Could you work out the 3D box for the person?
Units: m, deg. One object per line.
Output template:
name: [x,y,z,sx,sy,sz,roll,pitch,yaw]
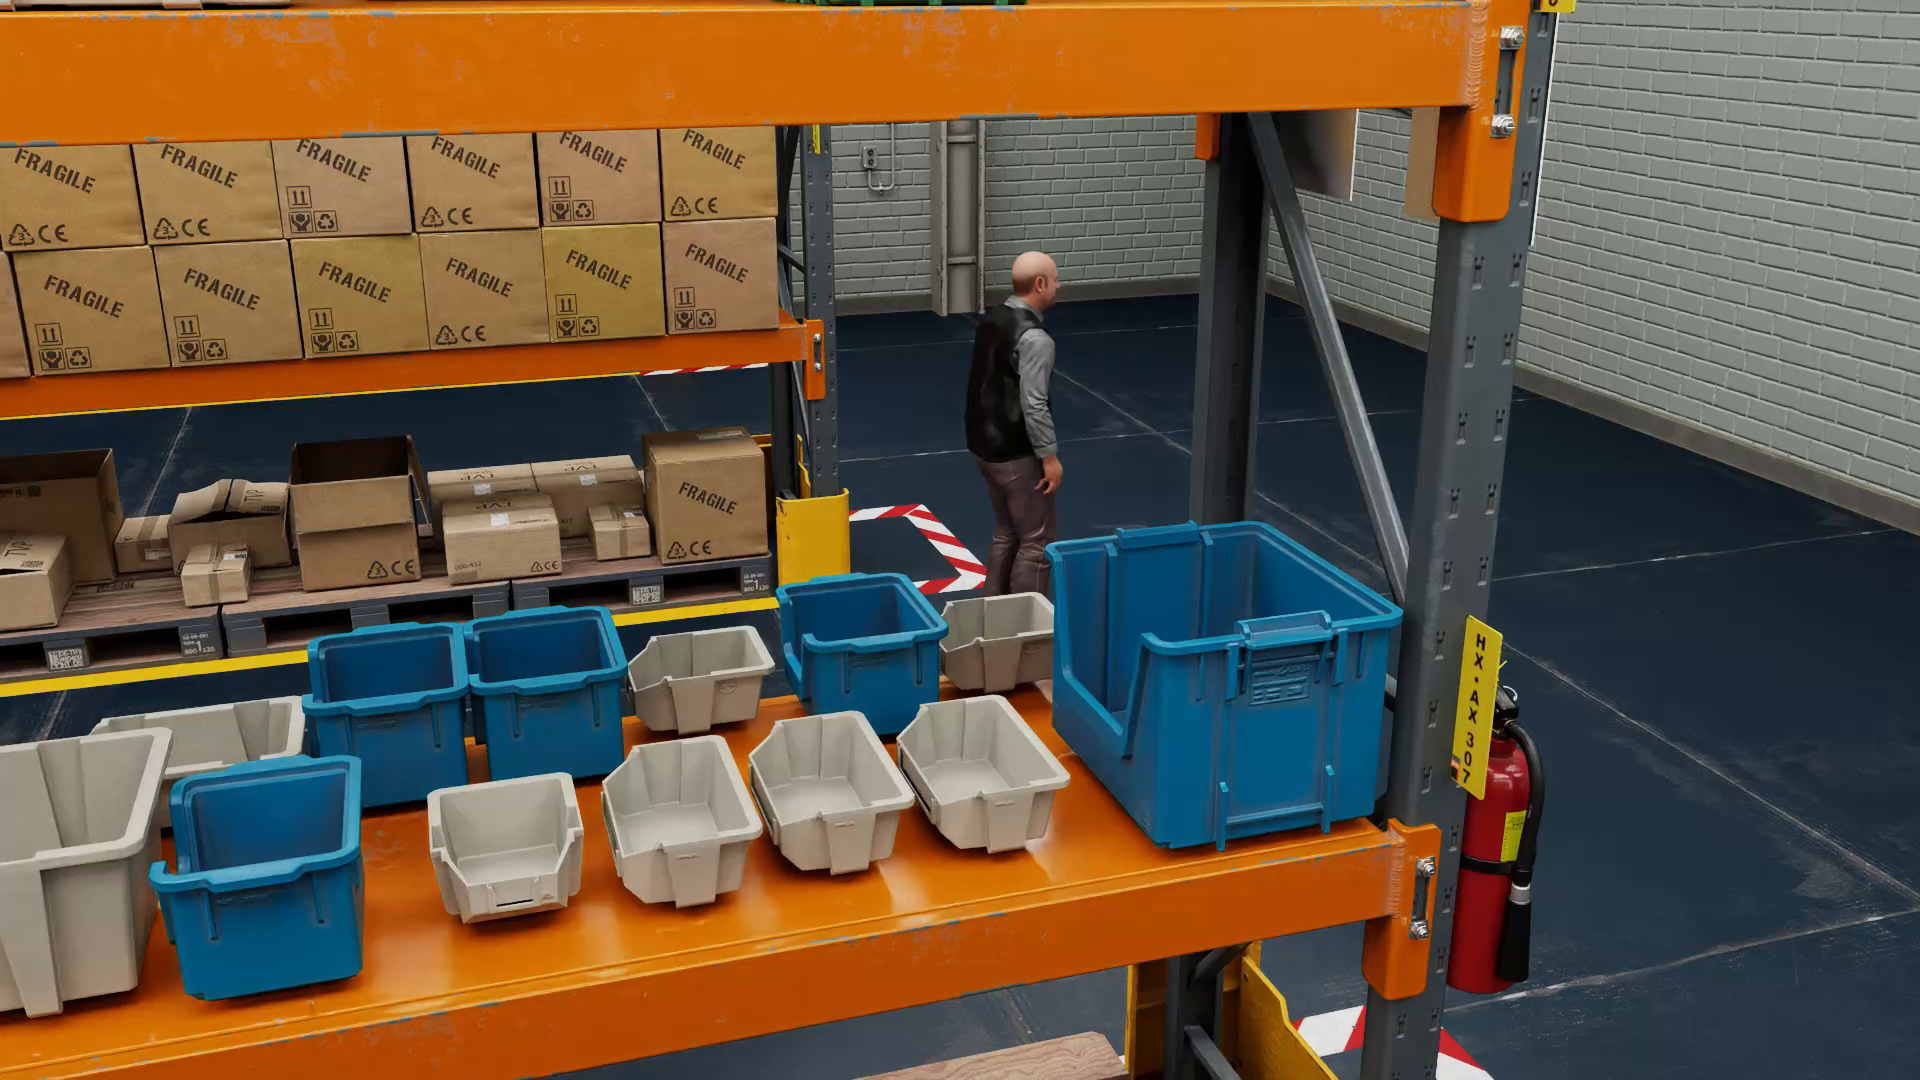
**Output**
person: [0.245,-0.379,7.197,0.417,1.722,0.580,-7,20,-19]
